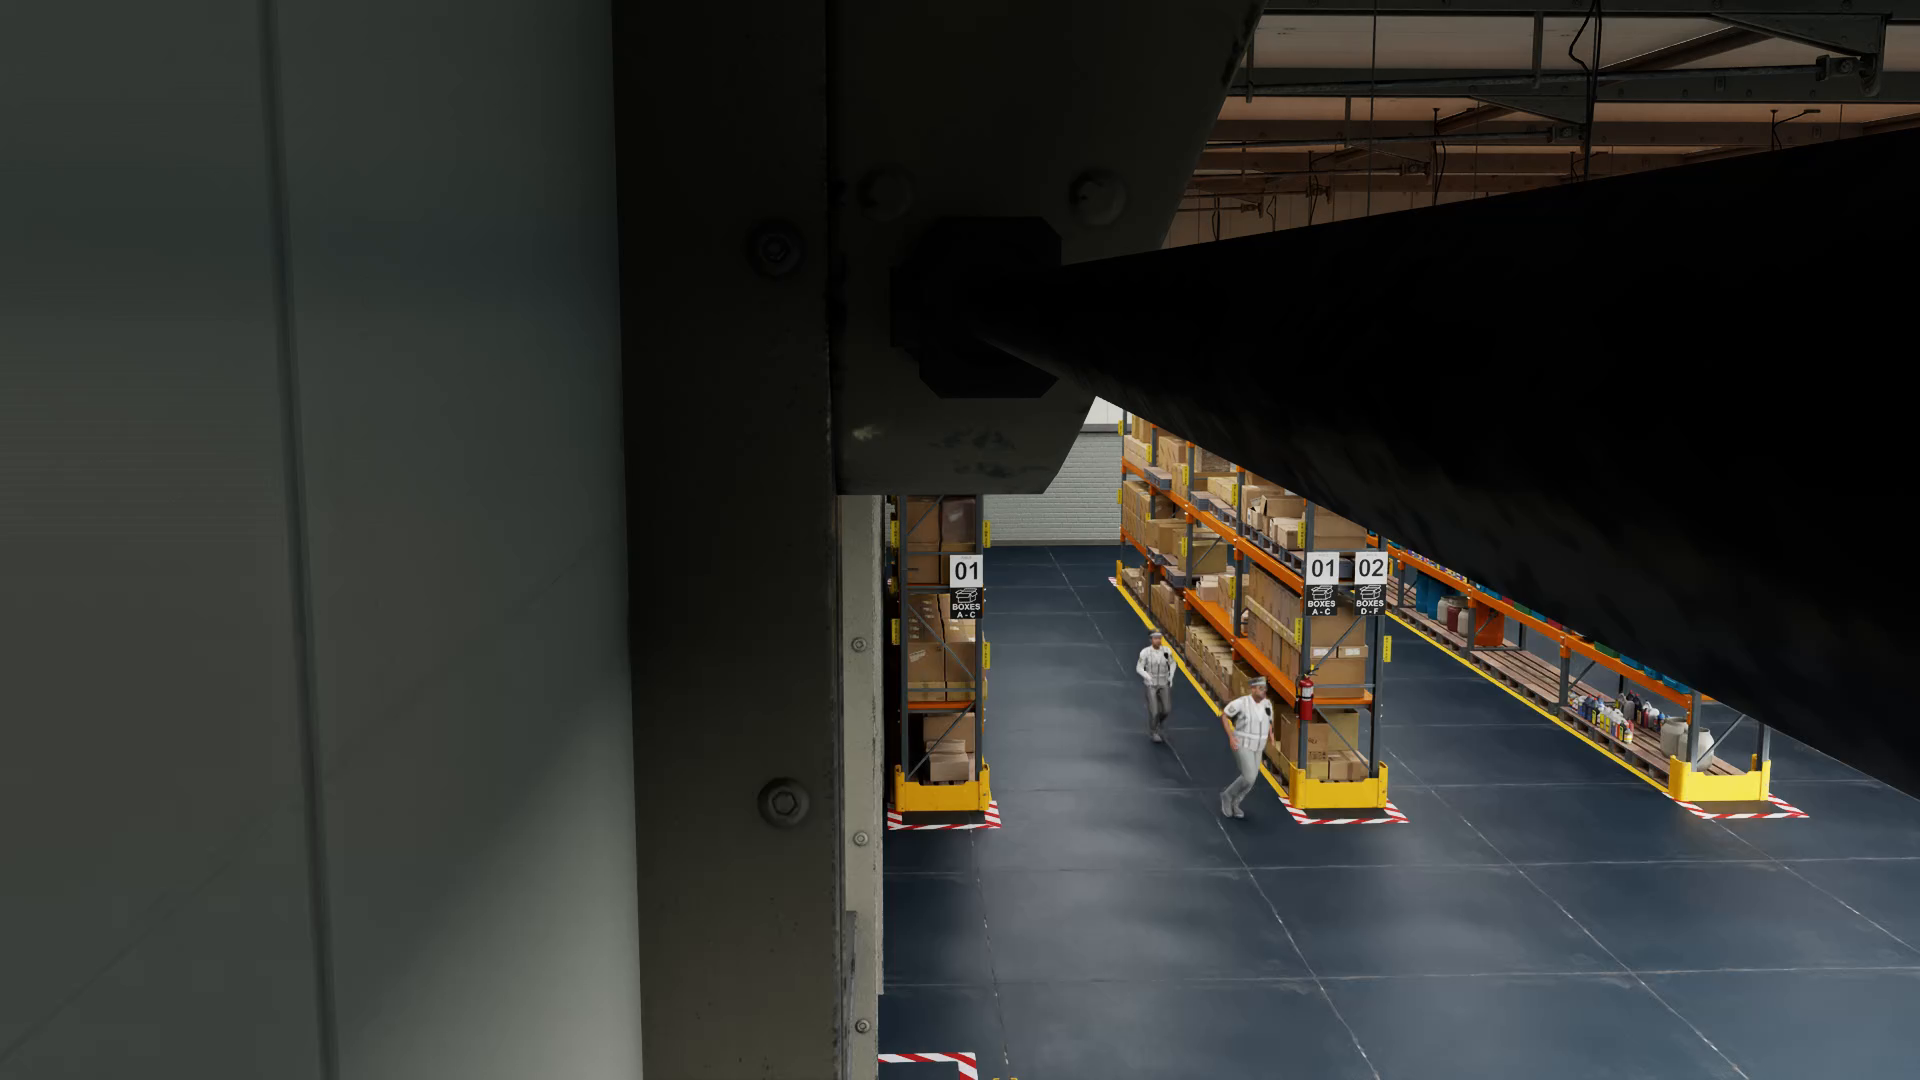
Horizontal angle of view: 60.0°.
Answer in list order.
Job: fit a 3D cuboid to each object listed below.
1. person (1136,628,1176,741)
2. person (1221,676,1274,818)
[{"bbox_3d":[2.799,2.054,23.502,0.589,1.653,0.528,-1,8,-4],"label":"person"},{"bbox_3d":[3.550,2.511,20.208,0.708,1.731,0.579,-5,10,-31],"label":"person"}]
